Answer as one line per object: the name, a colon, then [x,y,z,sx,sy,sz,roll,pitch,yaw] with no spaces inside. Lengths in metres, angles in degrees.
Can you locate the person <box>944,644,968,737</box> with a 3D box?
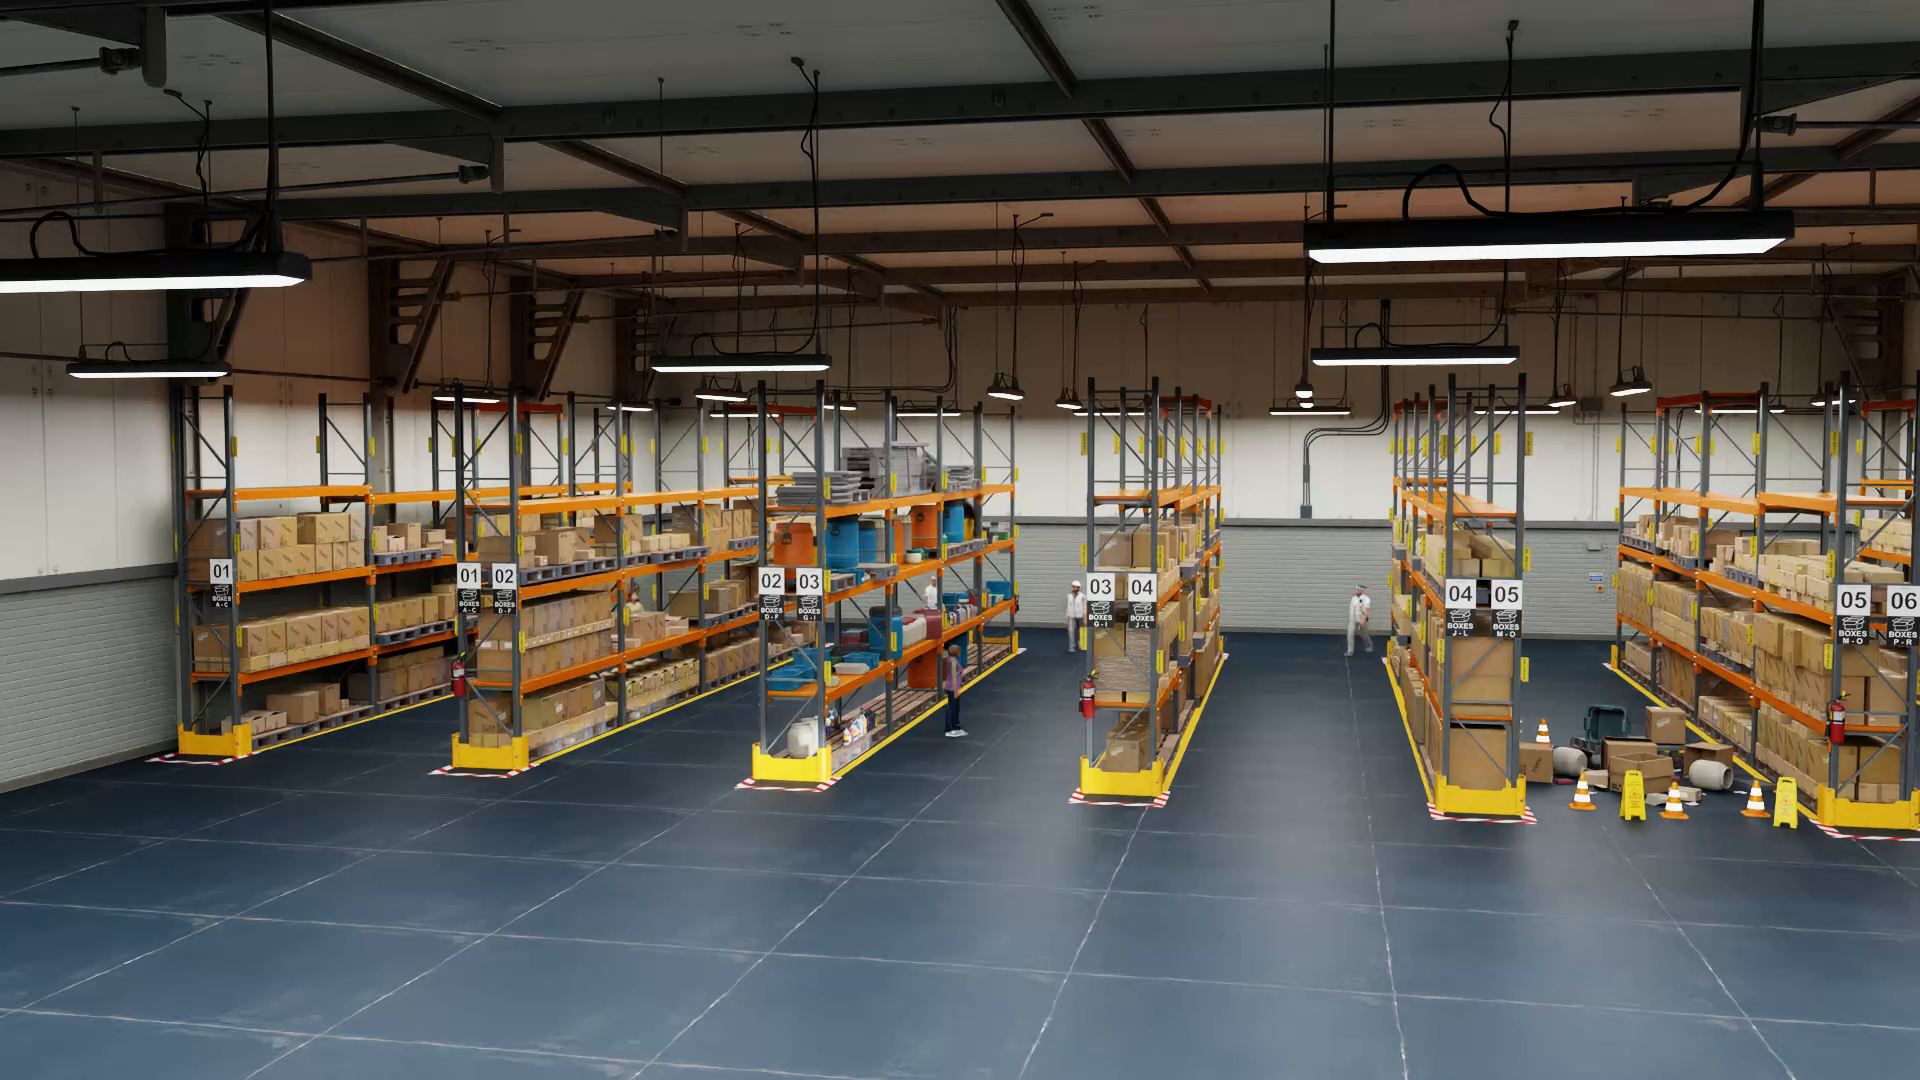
person: [-0.060,2.608,28.727,0.432,1.620,0.459,0,3,-3]

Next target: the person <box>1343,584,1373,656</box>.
person: [9.577,1.911,39.832,0.529,1.720,1.022,2,4,36]

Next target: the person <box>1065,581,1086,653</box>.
person: [2.841,1.868,40.725,0.566,1.729,1.062,0,3,8]

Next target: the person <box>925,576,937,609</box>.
person: [-0.725,1.749,43.368,0.620,1.632,0.509,3,4,41]

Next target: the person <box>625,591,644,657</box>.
person: [-7.601,2.002,38.894,0.602,1.613,1.039,1,3,11]
